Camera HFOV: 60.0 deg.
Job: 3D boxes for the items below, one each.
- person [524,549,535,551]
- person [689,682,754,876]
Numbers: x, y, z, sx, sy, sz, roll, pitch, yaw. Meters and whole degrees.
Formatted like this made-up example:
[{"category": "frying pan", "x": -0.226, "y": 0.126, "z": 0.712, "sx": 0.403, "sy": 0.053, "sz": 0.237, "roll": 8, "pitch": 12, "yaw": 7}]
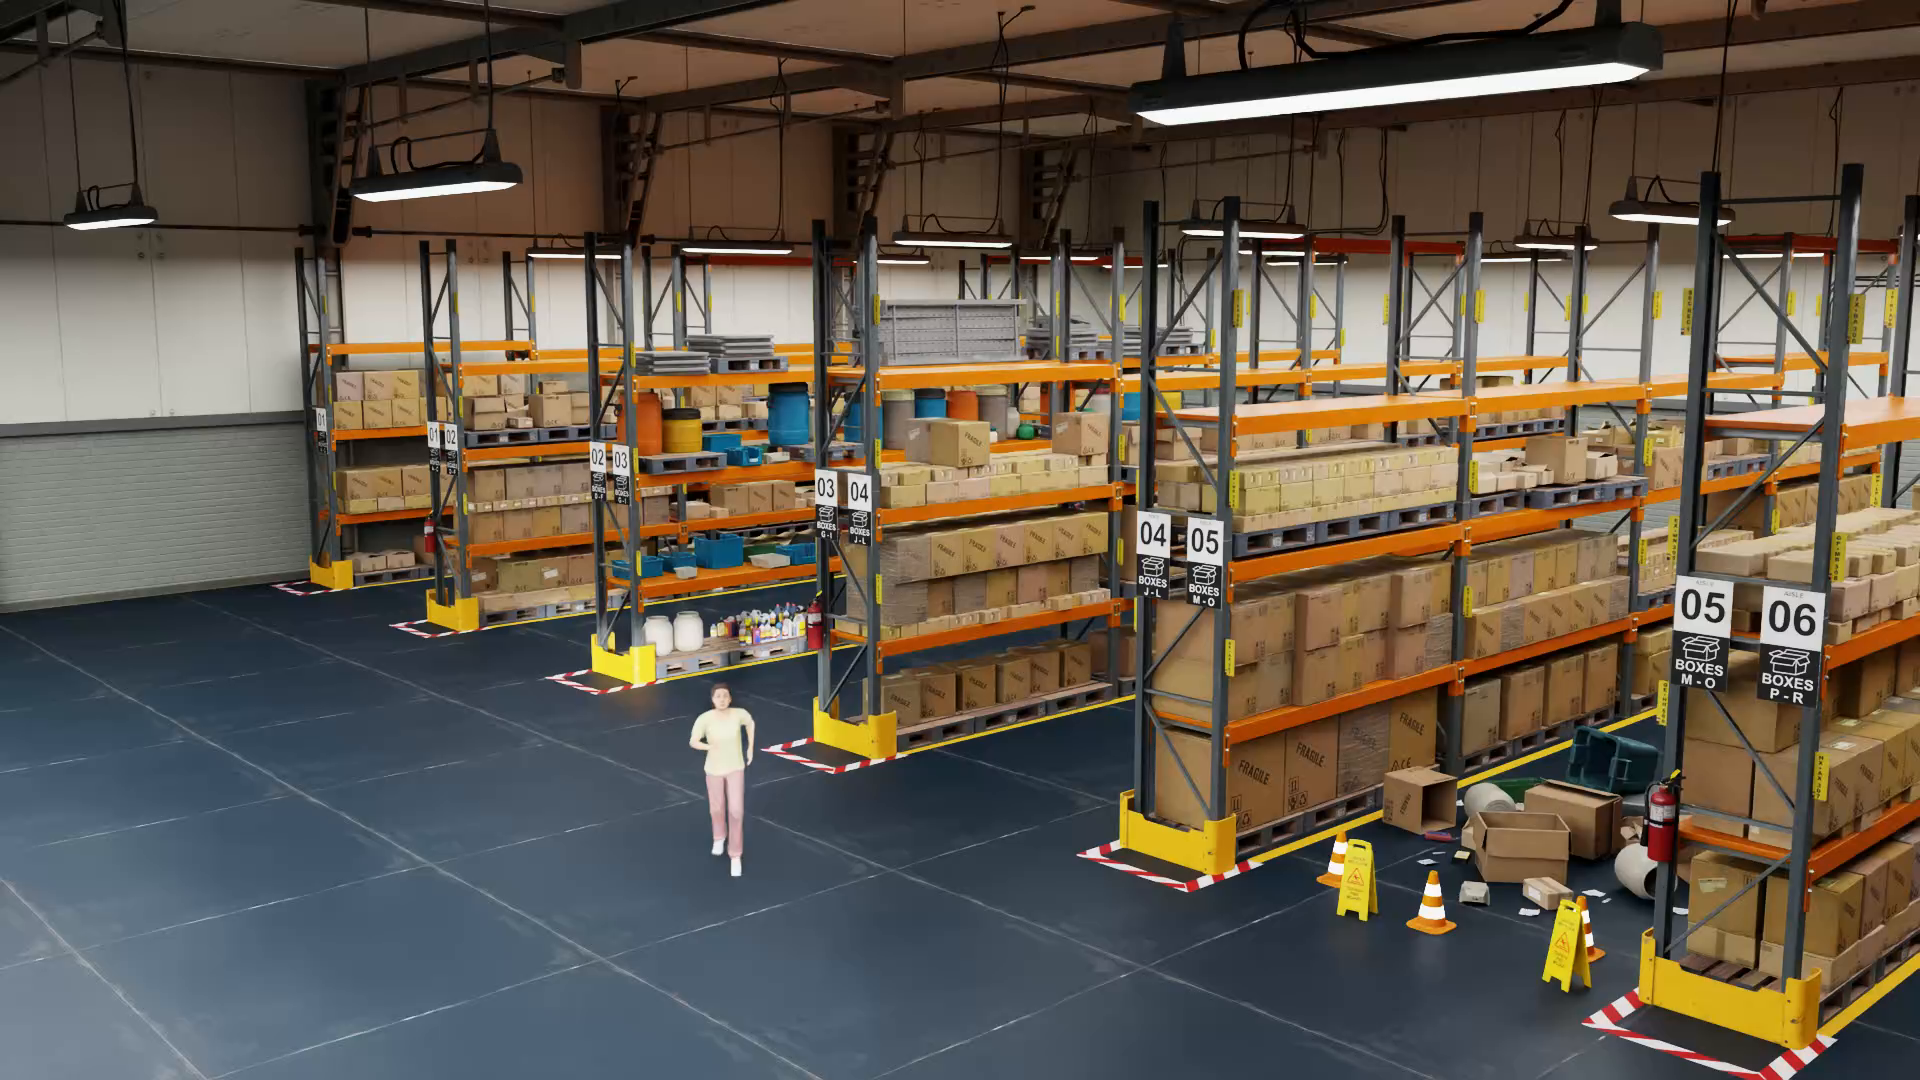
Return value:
[{"category": "person", "x": -7.624, "y": 0.025, "z": 29.529, "sx": 0.601, "sy": 1.652, "sz": 0.543, "roll": 4, "pitch": 9, "yaw": 24}, {"category": "person", "x": -2.157, "y": 2.130, "z": 15.140, "sx": 0.591, "sy": 1.730, "sz": 0.758, "roll": -1, "pitch": 8, "yaw": -9}]
